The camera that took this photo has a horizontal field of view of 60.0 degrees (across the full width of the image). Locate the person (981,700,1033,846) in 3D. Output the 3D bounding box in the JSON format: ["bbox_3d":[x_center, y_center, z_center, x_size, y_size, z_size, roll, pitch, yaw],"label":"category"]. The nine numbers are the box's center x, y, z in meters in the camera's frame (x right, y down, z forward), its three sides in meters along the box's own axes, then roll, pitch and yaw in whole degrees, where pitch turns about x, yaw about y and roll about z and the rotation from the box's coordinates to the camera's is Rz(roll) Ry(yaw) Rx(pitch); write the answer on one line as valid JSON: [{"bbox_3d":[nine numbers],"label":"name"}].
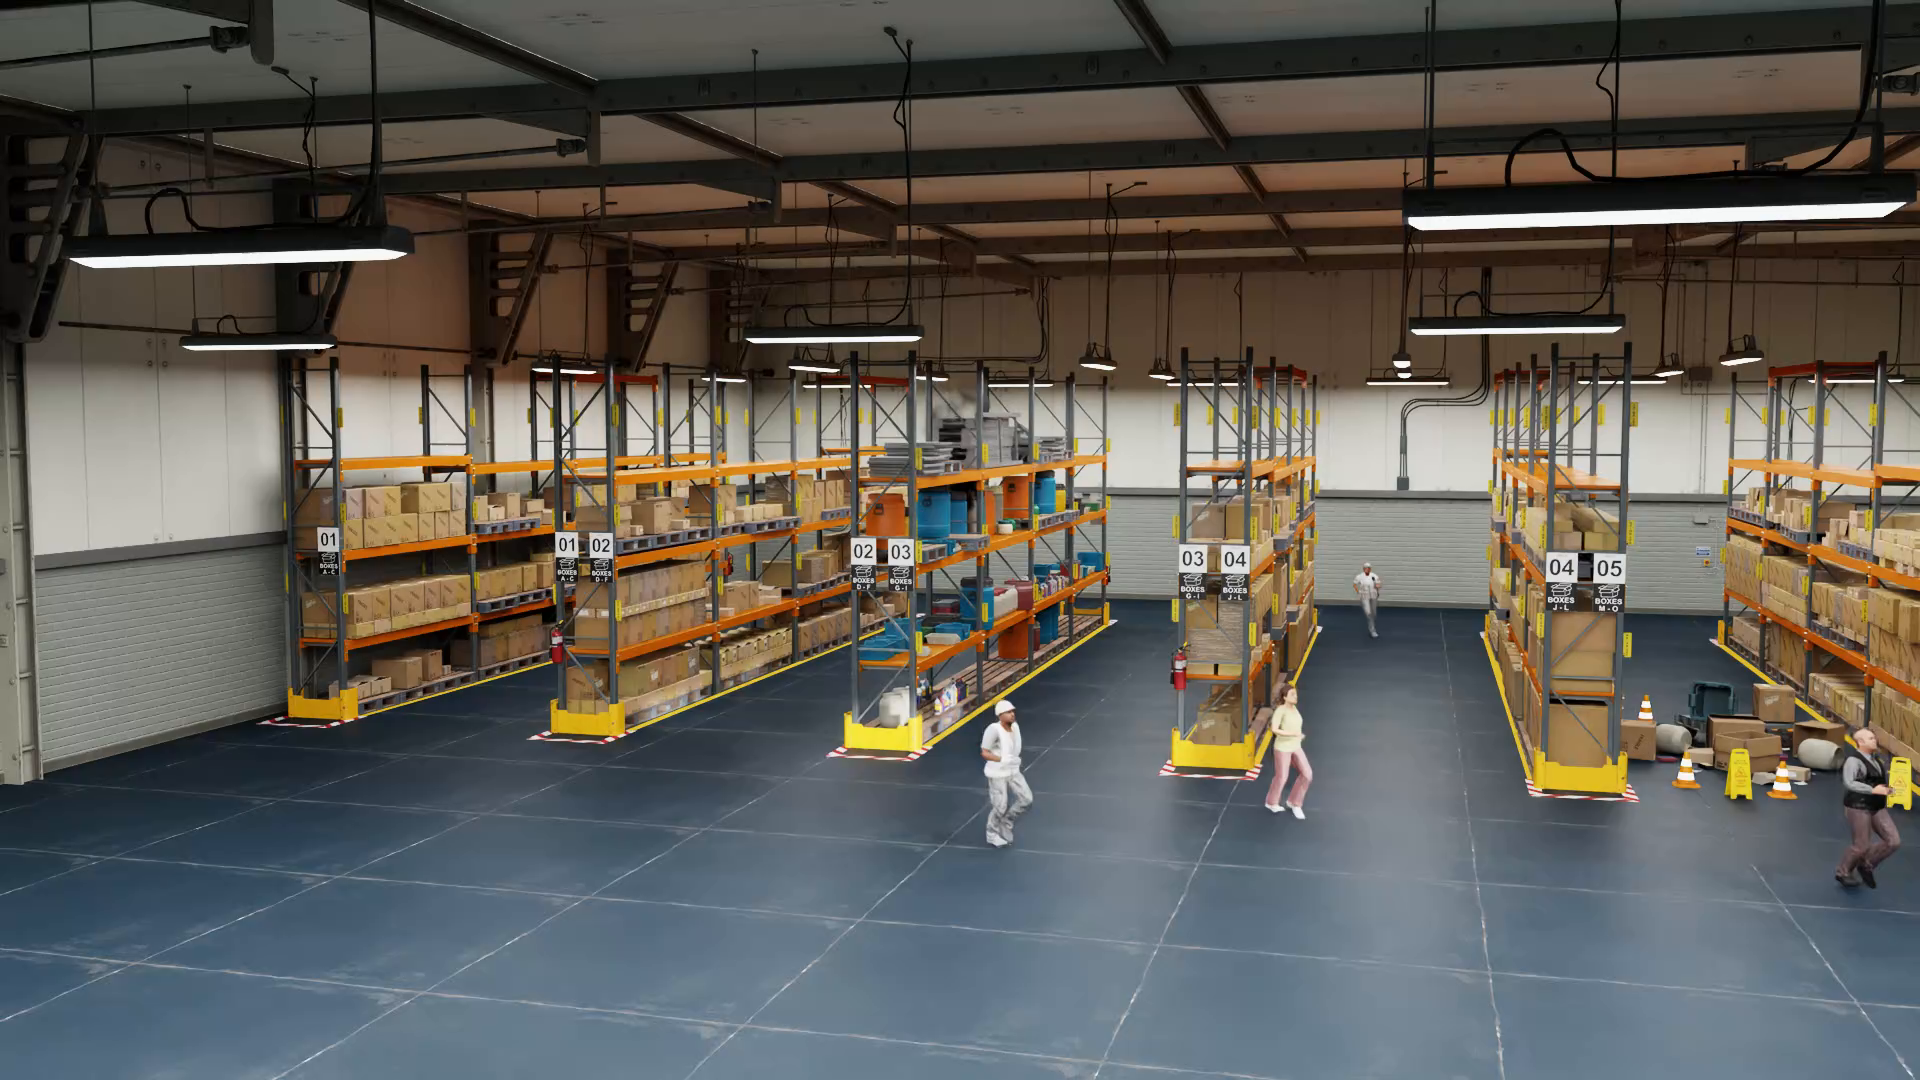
[{"bbox_3d":[0.531,2.707,19.235,0.677,1.732,0.653,-4,6,-44],"label":"person"}]

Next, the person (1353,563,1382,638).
[{"bbox_3d":[9.374,1.371,38.193,0.613,1.676,0.780,0,4,-1],"label":"person"}]

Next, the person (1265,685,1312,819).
[{"bbox_3d":[4.092,2.648,20.808,0.572,1.692,0.692,-3,5,-34],"label":"person"}]

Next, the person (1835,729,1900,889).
[{"bbox_3d":[9.586,2.855,17.566,0.717,1.715,0.615,-3,5,-32],"label":"person"}]
